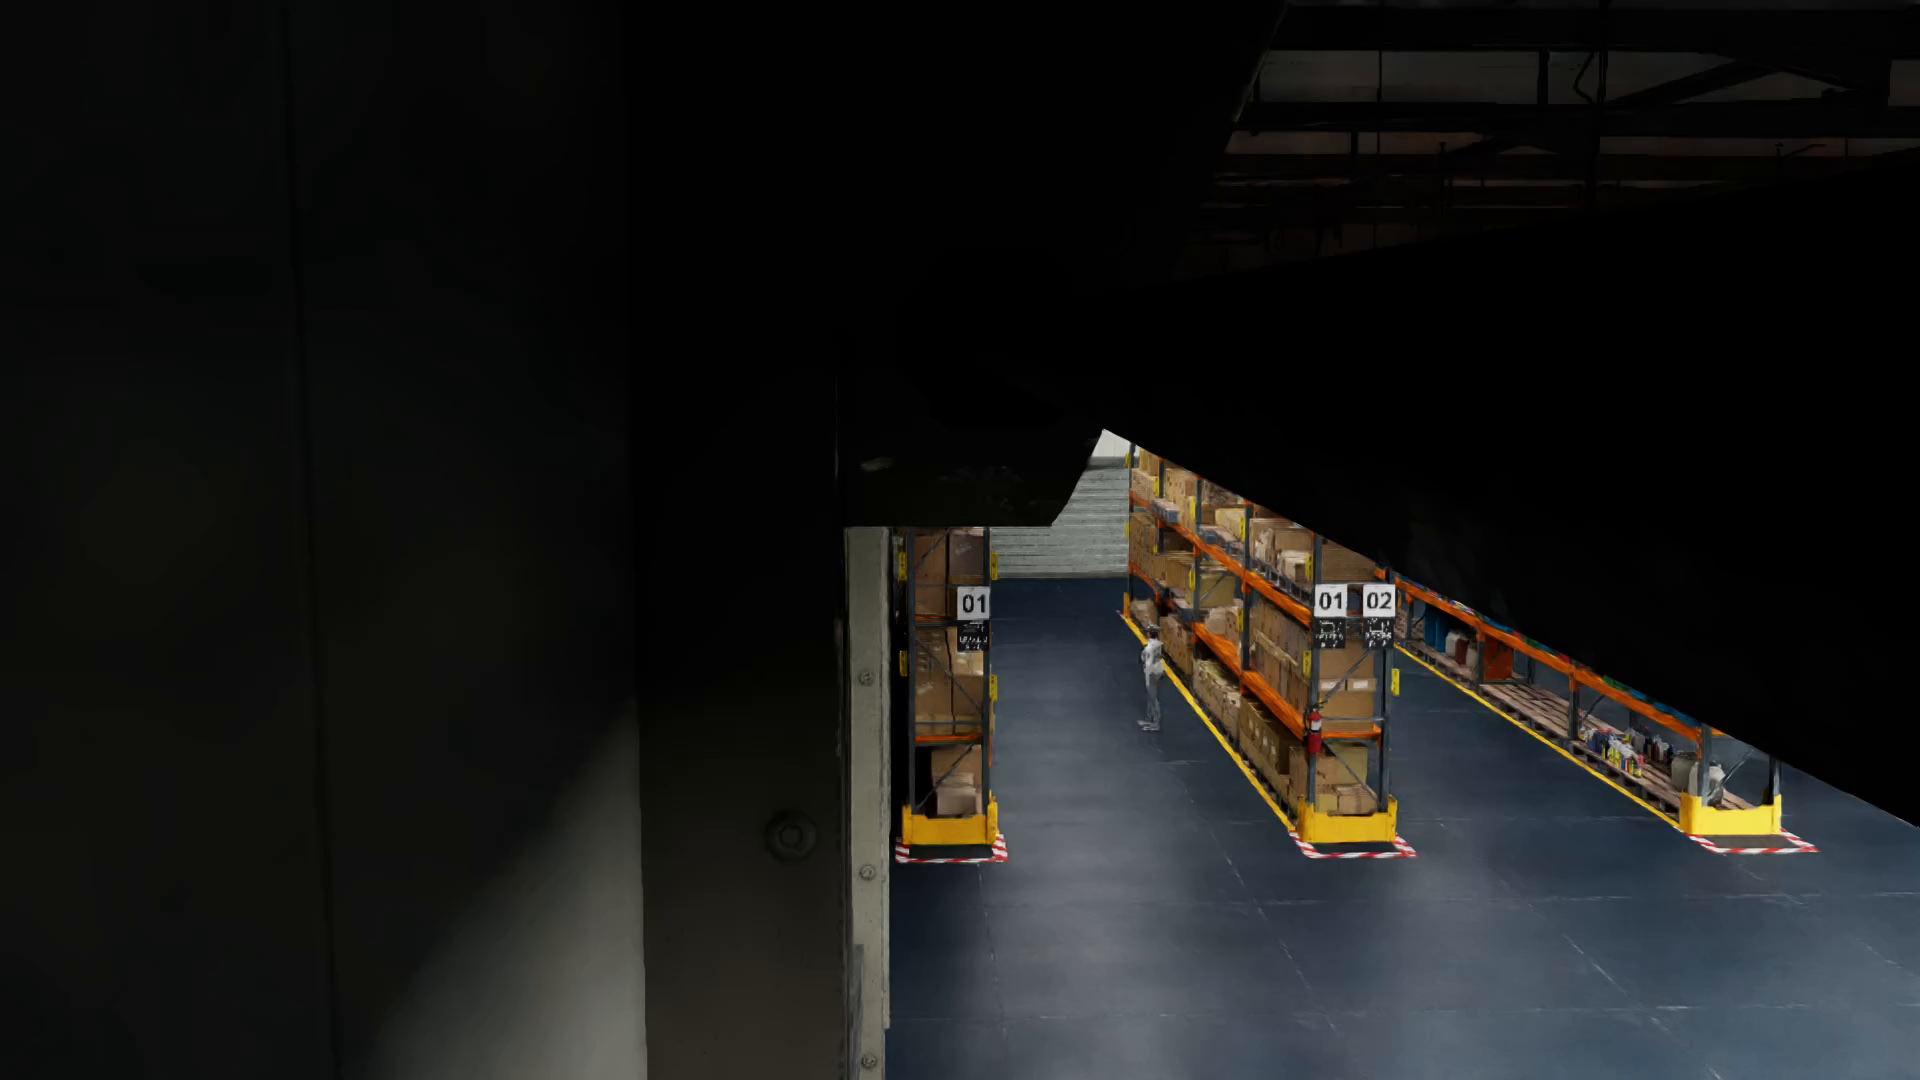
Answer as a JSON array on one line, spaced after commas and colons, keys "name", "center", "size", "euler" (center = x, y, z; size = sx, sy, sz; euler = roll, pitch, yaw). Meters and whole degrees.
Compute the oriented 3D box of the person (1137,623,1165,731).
[{"name": "person", "center": [2.992, 2.143, 26.195], "size": [0.463, 1.676, 0.524], "euler": [4, 8, 28]}]
